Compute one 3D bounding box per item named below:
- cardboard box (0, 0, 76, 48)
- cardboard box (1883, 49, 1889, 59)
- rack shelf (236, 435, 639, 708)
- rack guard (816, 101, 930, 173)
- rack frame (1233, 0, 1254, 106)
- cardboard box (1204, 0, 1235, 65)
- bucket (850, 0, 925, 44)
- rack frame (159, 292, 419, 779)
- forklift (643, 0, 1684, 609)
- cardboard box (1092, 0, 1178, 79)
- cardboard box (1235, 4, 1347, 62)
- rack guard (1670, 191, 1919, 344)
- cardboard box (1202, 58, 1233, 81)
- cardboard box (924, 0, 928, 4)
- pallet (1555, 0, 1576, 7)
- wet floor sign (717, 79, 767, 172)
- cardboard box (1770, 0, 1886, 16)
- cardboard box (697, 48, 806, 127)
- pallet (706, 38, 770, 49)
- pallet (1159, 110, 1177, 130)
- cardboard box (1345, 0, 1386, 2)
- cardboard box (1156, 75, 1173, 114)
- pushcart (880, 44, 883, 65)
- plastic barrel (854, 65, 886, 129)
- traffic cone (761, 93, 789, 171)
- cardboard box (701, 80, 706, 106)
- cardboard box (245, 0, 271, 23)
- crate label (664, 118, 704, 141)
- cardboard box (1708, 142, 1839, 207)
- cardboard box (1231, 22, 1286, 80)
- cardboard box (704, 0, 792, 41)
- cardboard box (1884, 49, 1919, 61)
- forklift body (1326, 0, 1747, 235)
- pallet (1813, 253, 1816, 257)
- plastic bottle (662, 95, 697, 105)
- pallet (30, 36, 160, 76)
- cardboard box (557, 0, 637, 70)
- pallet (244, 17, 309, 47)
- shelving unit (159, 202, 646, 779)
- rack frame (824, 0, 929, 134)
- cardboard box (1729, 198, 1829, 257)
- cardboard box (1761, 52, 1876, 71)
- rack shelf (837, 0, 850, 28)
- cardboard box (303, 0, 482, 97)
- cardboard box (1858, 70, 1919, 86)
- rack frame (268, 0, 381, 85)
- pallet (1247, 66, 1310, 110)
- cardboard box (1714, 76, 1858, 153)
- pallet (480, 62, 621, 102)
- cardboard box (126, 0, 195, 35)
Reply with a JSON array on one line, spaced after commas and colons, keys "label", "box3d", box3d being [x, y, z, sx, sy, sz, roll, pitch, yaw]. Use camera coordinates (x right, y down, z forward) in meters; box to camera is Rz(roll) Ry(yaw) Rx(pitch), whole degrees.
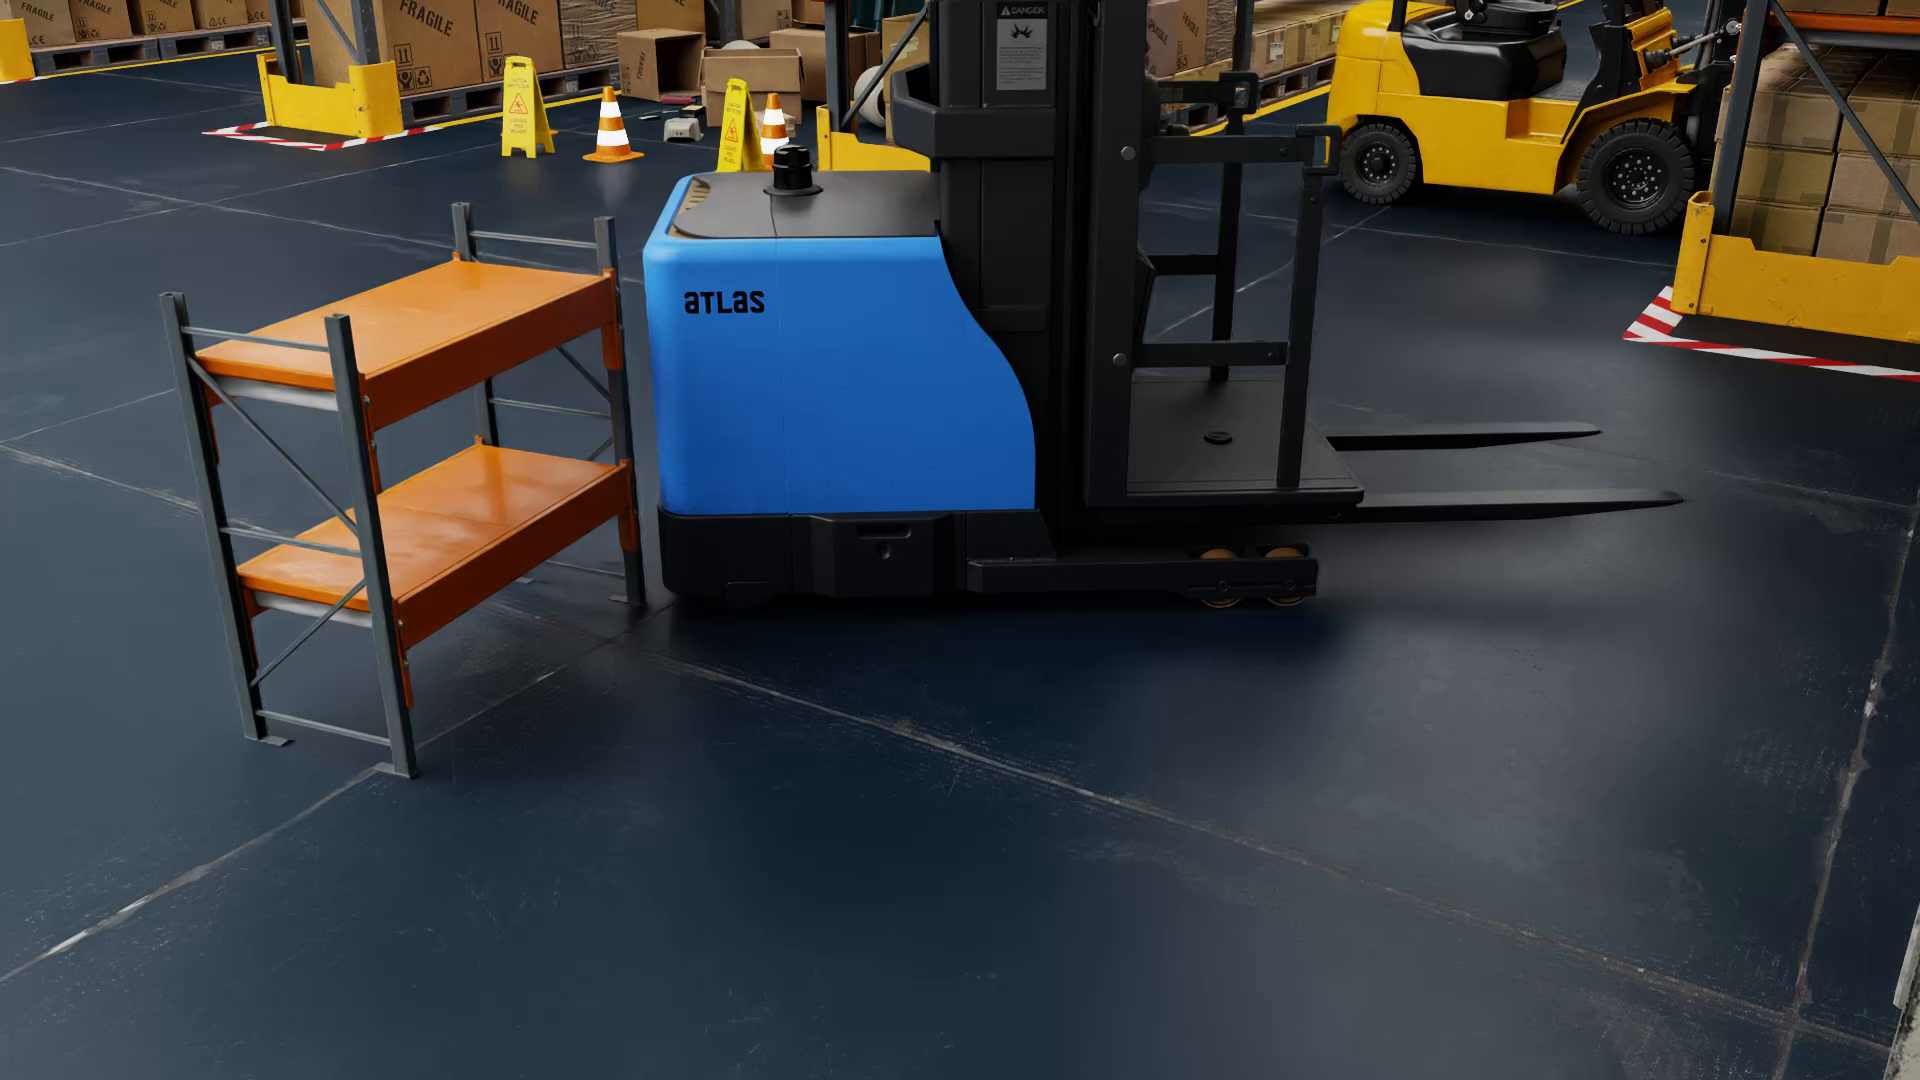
[{"label": "cardboard box", "box3d": [-8.417, -4.751, 15.067, 0.500, 0.500, 0.500, 20, 30, 38]}, {"label": "cardboard box", "box3d": [4.935, -2.684, 9.348, 0.500, 0.250, 0.500, 15, 28, 31]}, {"label": "rack shelf", "box3d": [-1.339, 0.045, 4.346, 0.538, 0.278, 1.000, 9, 25, 20]}, {"label": "rack guard", "box3d": [-0.301, -2.300, 9.934, 1.175, 0.500, 0.348, 14, 27, 29]}, {"label": "rack frame", "box3d": [1.769, -4.772, 12.497, 1.000, 3.000, 0.127, 14, 27, 29]}, {"label": "cardboard box", "box3d": [1.685, -3.791, 12.219, 0.500, 0.500, 0.500, 13, 27, 28]}, {"label": "bucket", "box3d": [-0.603, -4.441, 13.940, 0.620, 0.611, 0.726, -6, 22, -39]}, {"label": "rack frame", "box3d": [-1.530, 0.008, 3.816, 0.500, 1.125, 0.032, 9, 25, 20]}, {"label": "forklift", "box3d": [0.635, -1.359, 4.699, 3.031, 2.935, 1.130, -1, 23, -3]}, {"label": "cardboard box", "box3d": [1.150, -3.446, 11.424, 0.500, 0.500, 0.500, 15, 28, 32]}, {"label": "cardboard box", "box3d": [2.785, -4.414, 14.450, 0.950, 0.372, 0.625, 15, 28, 31]}, {"label": "rack guard", "box3d": [3.865, -1.227, 7.456, 1.175, 0.500, 0.348, 14, 27, 29]}, {"label": "cardboard box", "box3d": [1.685, -3.447, 12.368, 0.500, 0.250, 0.500, 15, 28, 31]}, {"label": "cardboard box", "box3d": [-0.004, -3.457, 10.633, 0.380, 0.149, 0.250, 15, 27, 30]}, {"label": "pallet", "box3d": [7.099, -6.846, 20.798, 1.003, 0.211, 1.213, 14, 27, 29]}, {"label": "wet floor sign", "box3d": [-1.351, -2.501, 10.216, 0.232, 0.644, 0.267, -17, 29, -35]}, {"label": "cardboard box", "box3d": [3.914, -2.650, 7.469, 0.500, 0.500, 0.500, 13, 27, 28]}, {"label": "cardboard box", "box3d": [-1.566, -3.399, 12.469, 0.797, 0.503, 0.637, -3, 24, -7]}, {"label": "pallet", "box3d": [-2.147, -4.771, 16.006, 1.003, 0.211, 1.213, 14, 27, 29]}, {"label": "pallet", "box3d": [0.802, -2.844, 11.555, 1.003, 0.211, 1.213, 14, 27, 29]}, {"label": "cardboard box", "box3d": [3.572, -4.920, 15.618, 0.950, 0.372, 0.625, 12, 26, 25]}, {"label": "cardboard box", "box3d": [1.141, -3.094, 11.554, 0.500, 0.250, 0.500, 14, 27, 30]}, {"label": "pushcart", "box3d": [-0.195, -4.029, 14.082, 1.648, 0.377, 0.936, 5, 24, 11]}, {"label": "plastic barrel", "box3d": [-0.538, -3.254, 12.233, 0.421, 0.421, 0.512, -7, 24, -17]}, {"label": "traffic cone", "box3d": [-1.210, -2.673, 10.842, 0.336, 0.463, 0.334, 14, 27, 29]}, {"label": "cardboard box", "box3d": [-1.832, -3.554, 13.126, 0.396, 0.266, 0.258, 20, 30, 38]}, {"label": "cardboard box", "box3d": [-7.191, -5.572, 16.964, 0.500, 0.500, 0.500, -18, 29, -36]}, {"label": "crate label", "box3d": [-1.971, -2.920, 11.822, 0.250, 0.136, 0.298, 1, 23, 2]}, {"label": "cardboard box", "box3d": [3.869, -1.773, 7.872, 0.500, 0.250, 0.500, 13, 27, 28]}, {"label": "cardboard box", "box3d": [2.043, -3.936, 13.345, 0.950, 0.372, 0.625, 14, 27, 30]}, {"label": "cardboard box", "box3d": [-2.239, -5.164, 15.705, 1.050, 0.750, 0.750, 14, 27, 29]}, {"label": "cardboard box", "box3d": [5.102, -2.402, 8.698, 0.500, 0.250, 0.500, 13, 27, 28]}, {"label": "forklift body", "box3d": [3.328, -3.015, 9.508, 2.313, 2.155, 1.214, 14, 27, 29]}, {"label": "pallet", "box3d": [4.245, -1.370, 8.149, 1.003, 0.211, 1.213, 14, 27, 29]}, {"label": "plastic bottle", "box3d": [-2.231, -3.520, 13.305, 0.283, 0.061, 0.133, 5, 24, 11]}, {"label": "pallet", "box3d": [-8.262, -4.511, 15.405, 1.003, 0.211, 1.213, 14, 27, 29]}, {"label": "cardboard box", "box3d": [-3.353, -4.490, 13.992, 0.875, 0.875, 0.875, 14, 27, 29]}, {"label": "pallet", "box3d": [-6.975, -5.335, 17.307, 1.003, 0.211, 1.213, 14, 27, 29]}, {"label": "shelving unit", "box3d": [-1.339, -0.179, 4.249, 0.538, 1.125, 1.048, 9, 25, 20]}, {"label": "rack frame", "box3d": [-0.341, -3.422, 9.378, 1.000, 3.000, 0.127, 14, 27, 29]}, {"label": "cardboard box", "box3d": [3.857, -1.538, 7.960, 0.500, 0.250, 0.500, 14, 27, 29]}, {"label": "cardboard box", "box3d": [4.378, -2.339, 8.551, 0.500, 0.250, 0.500, 14, 27, 30]}, {"label": "rack shelf", "box3d": [0.714, -3.766, 11.080, 1.077, 0.370, 4.000, 14, 27, 29]}, {"label": "cardboard box", "box3d": [-4.298, -3.885, 12.595, 0.875, 0.875, 0.875, 14, 27, 29]}, {"label": "cardboard box", "box3d": [4.552, -2.064, 7.917, 0.500, 0.250, 0.500, 14, 27, 29]}, {"label": "rack frame", "box3d": [-4.600, -4.425, 11.695, 1.000, 3.000, 0.127, 14, 27, 29]}, {"label": "pallet", "box3d": [2.178, -3.755, 13.658, 1.003, 0.211, 1.213, 14, 27, 29]}, {"label": "cardboard box", "box3d": [3.856, -1.993, 7.752, 0.500, 0.250, 0.500, 15, 28, 31]}, {"label": "pallet", "box3d": [-3.600, -3.841, 13.858, 1.003, 0.211, 1.213, 14, 27, 29]}, {"label": "cardboard box", "box3d": [-7.784, -5.167, 16.029, 0.500, 0.500, 0.500, 17, 29, 34]}]
